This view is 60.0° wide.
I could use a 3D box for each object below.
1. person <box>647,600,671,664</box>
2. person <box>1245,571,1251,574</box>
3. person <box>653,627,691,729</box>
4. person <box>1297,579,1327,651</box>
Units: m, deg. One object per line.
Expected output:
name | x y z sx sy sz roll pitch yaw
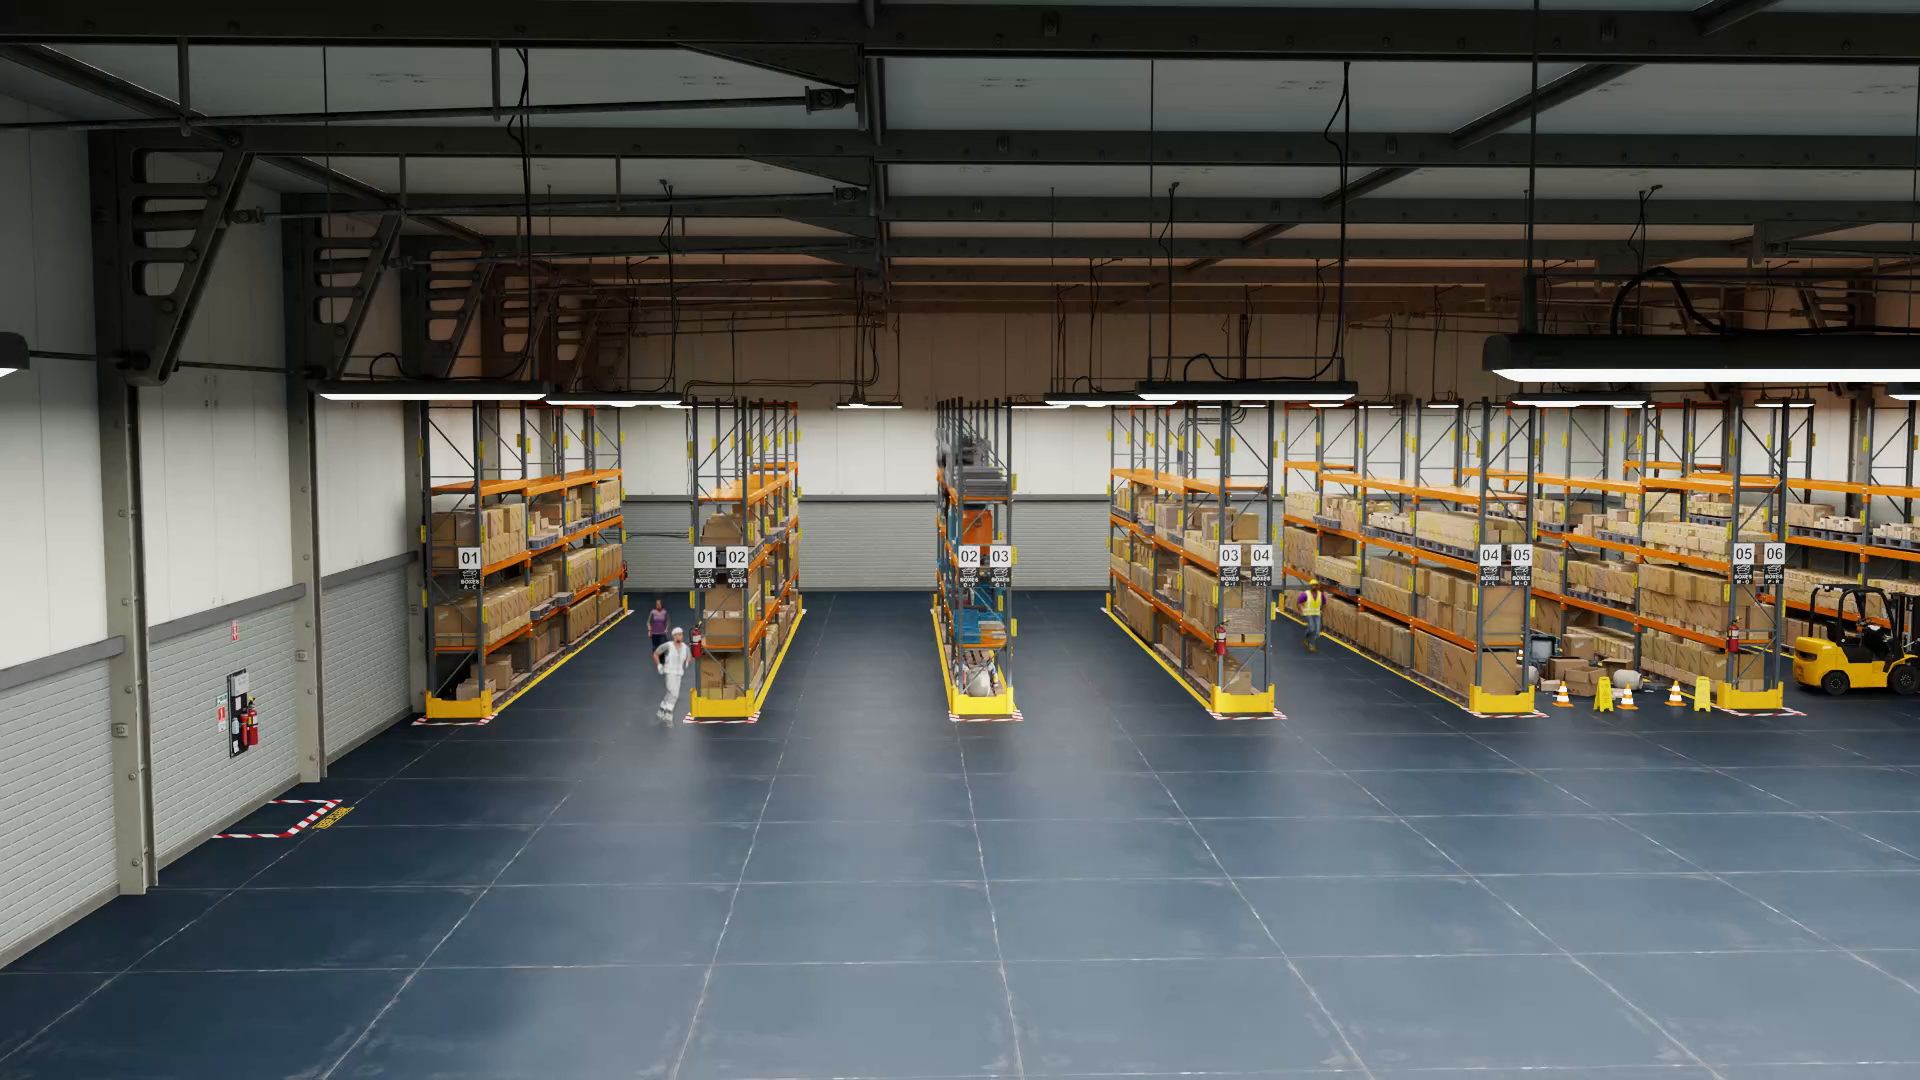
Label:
person | -6.716 2.096 37.105 0.520 1.553 0.533 -1 5 -14
person | 8.026 1.245 47.521 0.667 1.634 0.730 2 5 23
person | -5.219 2.504 30.388 0.706 1.819 0.660 4 6 42
person | 8.426 1.801 39.643 0.698 1.720 0.576 -1 4 -7
